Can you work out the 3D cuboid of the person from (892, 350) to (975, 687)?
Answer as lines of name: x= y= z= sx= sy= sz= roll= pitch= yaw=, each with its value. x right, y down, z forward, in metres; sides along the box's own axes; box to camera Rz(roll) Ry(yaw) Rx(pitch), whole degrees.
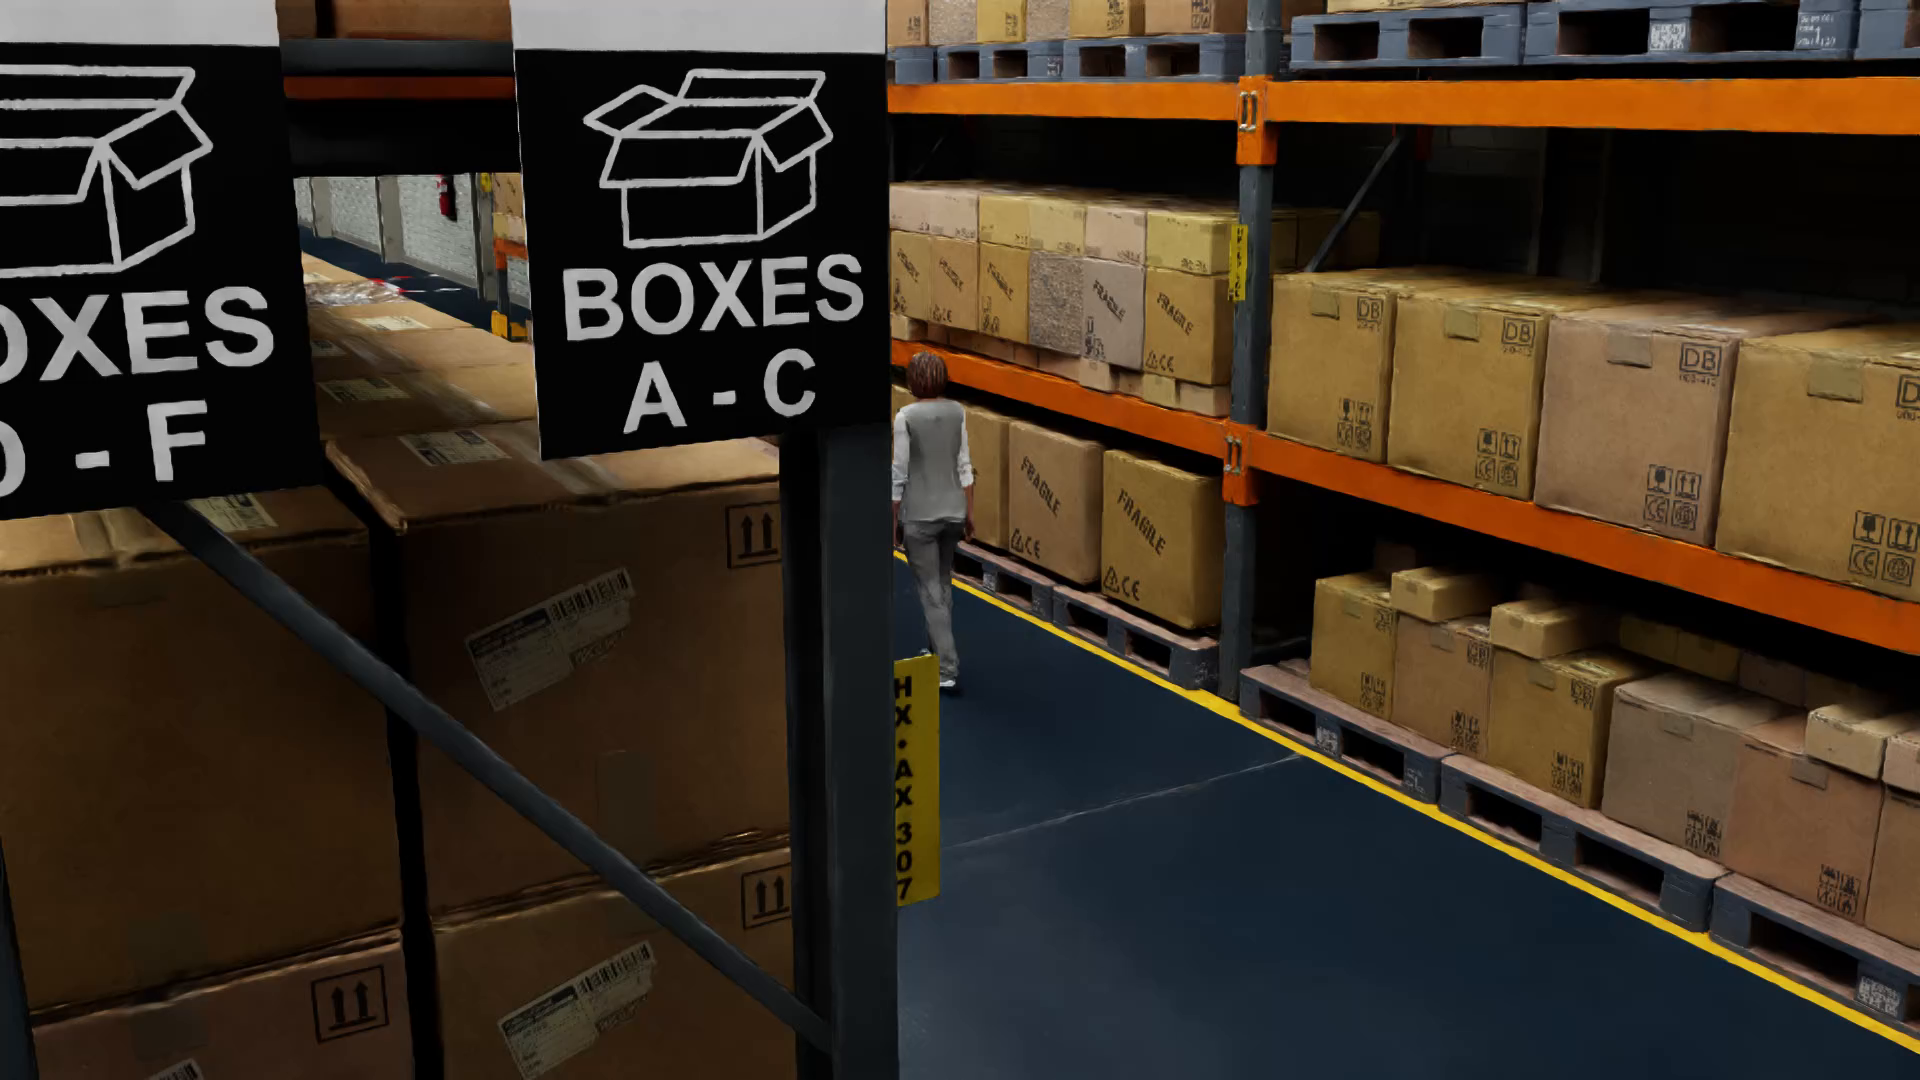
person: x=-0.168 y=-0.097 z=7.911 sx=0.420 sy=1.600 sz=0.563 roll=-10 pitch=18 yaw=-33
